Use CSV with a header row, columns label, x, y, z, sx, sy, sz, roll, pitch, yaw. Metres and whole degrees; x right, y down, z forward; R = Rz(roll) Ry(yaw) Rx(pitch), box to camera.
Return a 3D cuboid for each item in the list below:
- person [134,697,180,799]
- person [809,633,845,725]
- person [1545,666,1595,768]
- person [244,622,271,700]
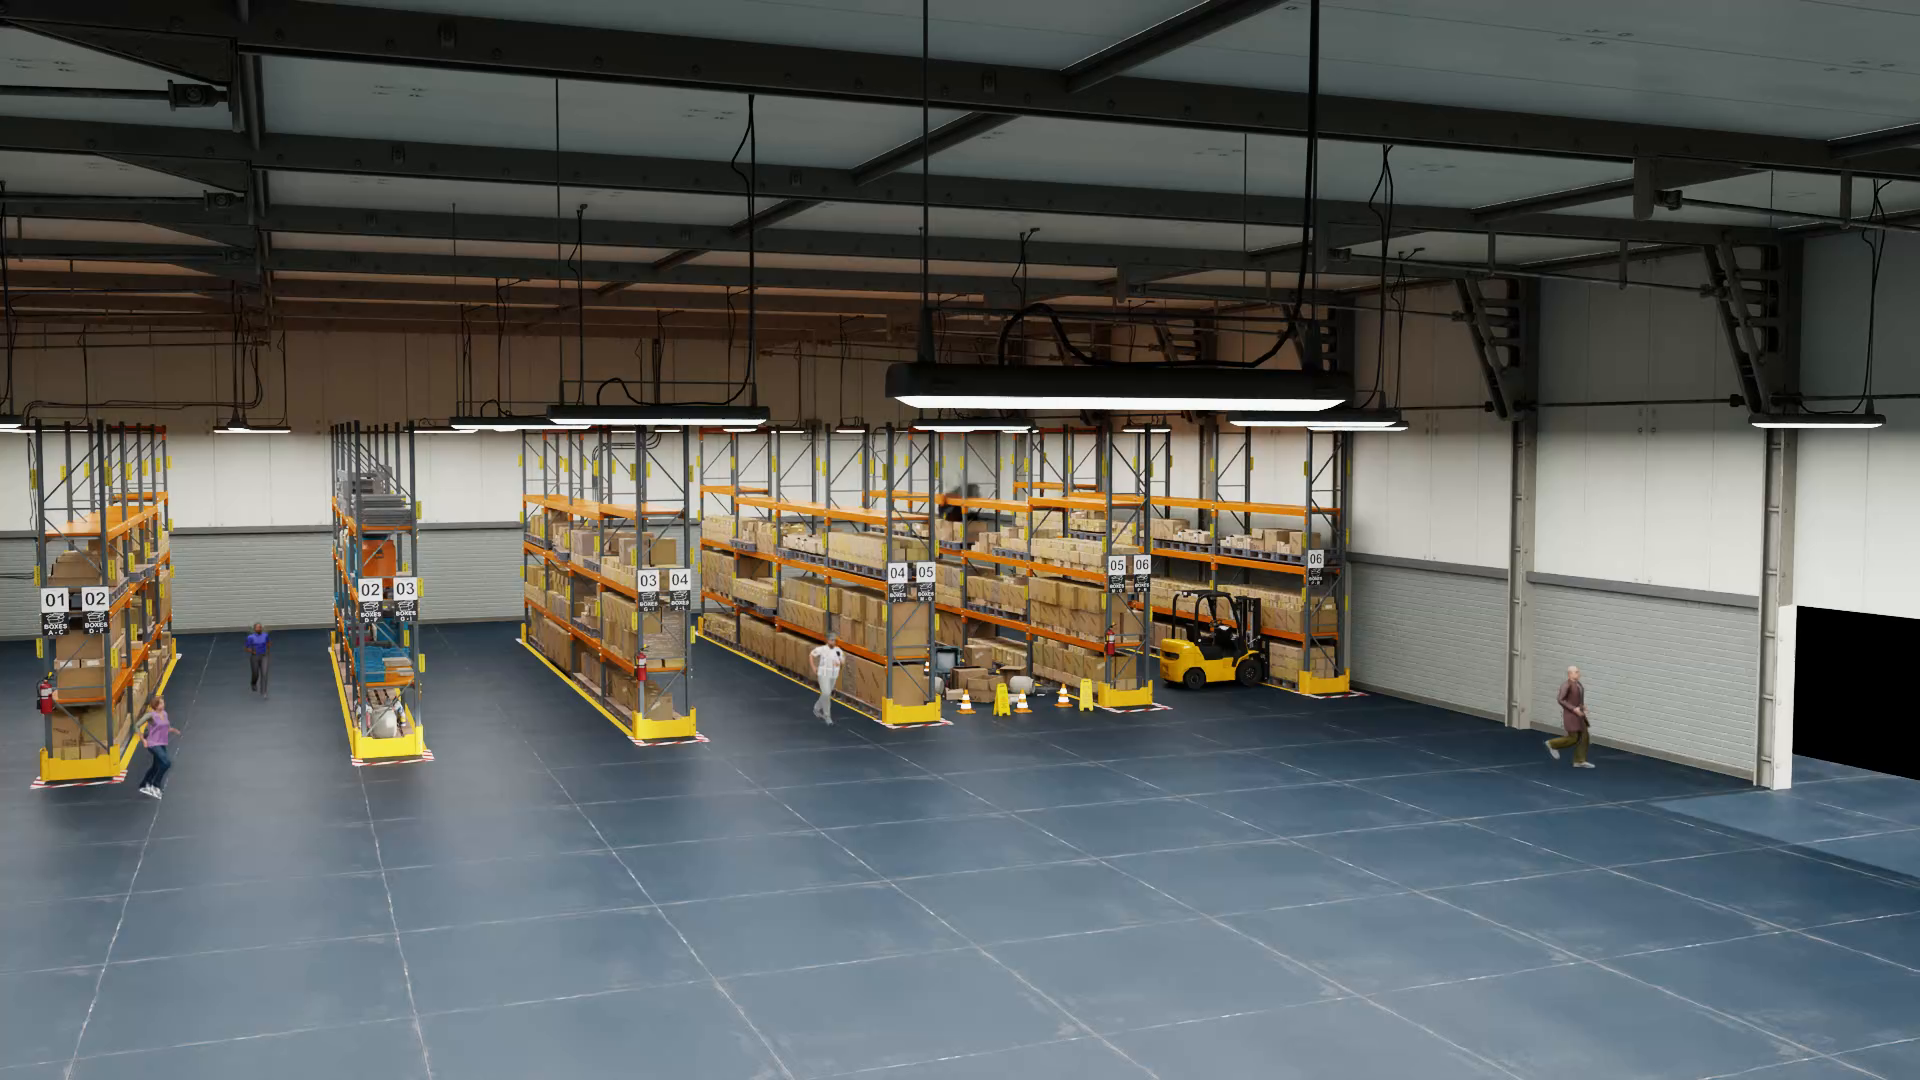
label,x,y,z,sx,sy,sz,roll,pitch,yaw
person,-12.721,3.284,26.381,0.676,1.609,0.529,0,4,7
person,-2.623,2.751,33.433,0.677,1.785,0.926,-3,4,-37
person,10.578,3.046,28.740,0.726,1.745,0.865,-3,5,-44
person,-15.354,2.628,36.412,0.580,1.665,0.904,-2,4,-34
